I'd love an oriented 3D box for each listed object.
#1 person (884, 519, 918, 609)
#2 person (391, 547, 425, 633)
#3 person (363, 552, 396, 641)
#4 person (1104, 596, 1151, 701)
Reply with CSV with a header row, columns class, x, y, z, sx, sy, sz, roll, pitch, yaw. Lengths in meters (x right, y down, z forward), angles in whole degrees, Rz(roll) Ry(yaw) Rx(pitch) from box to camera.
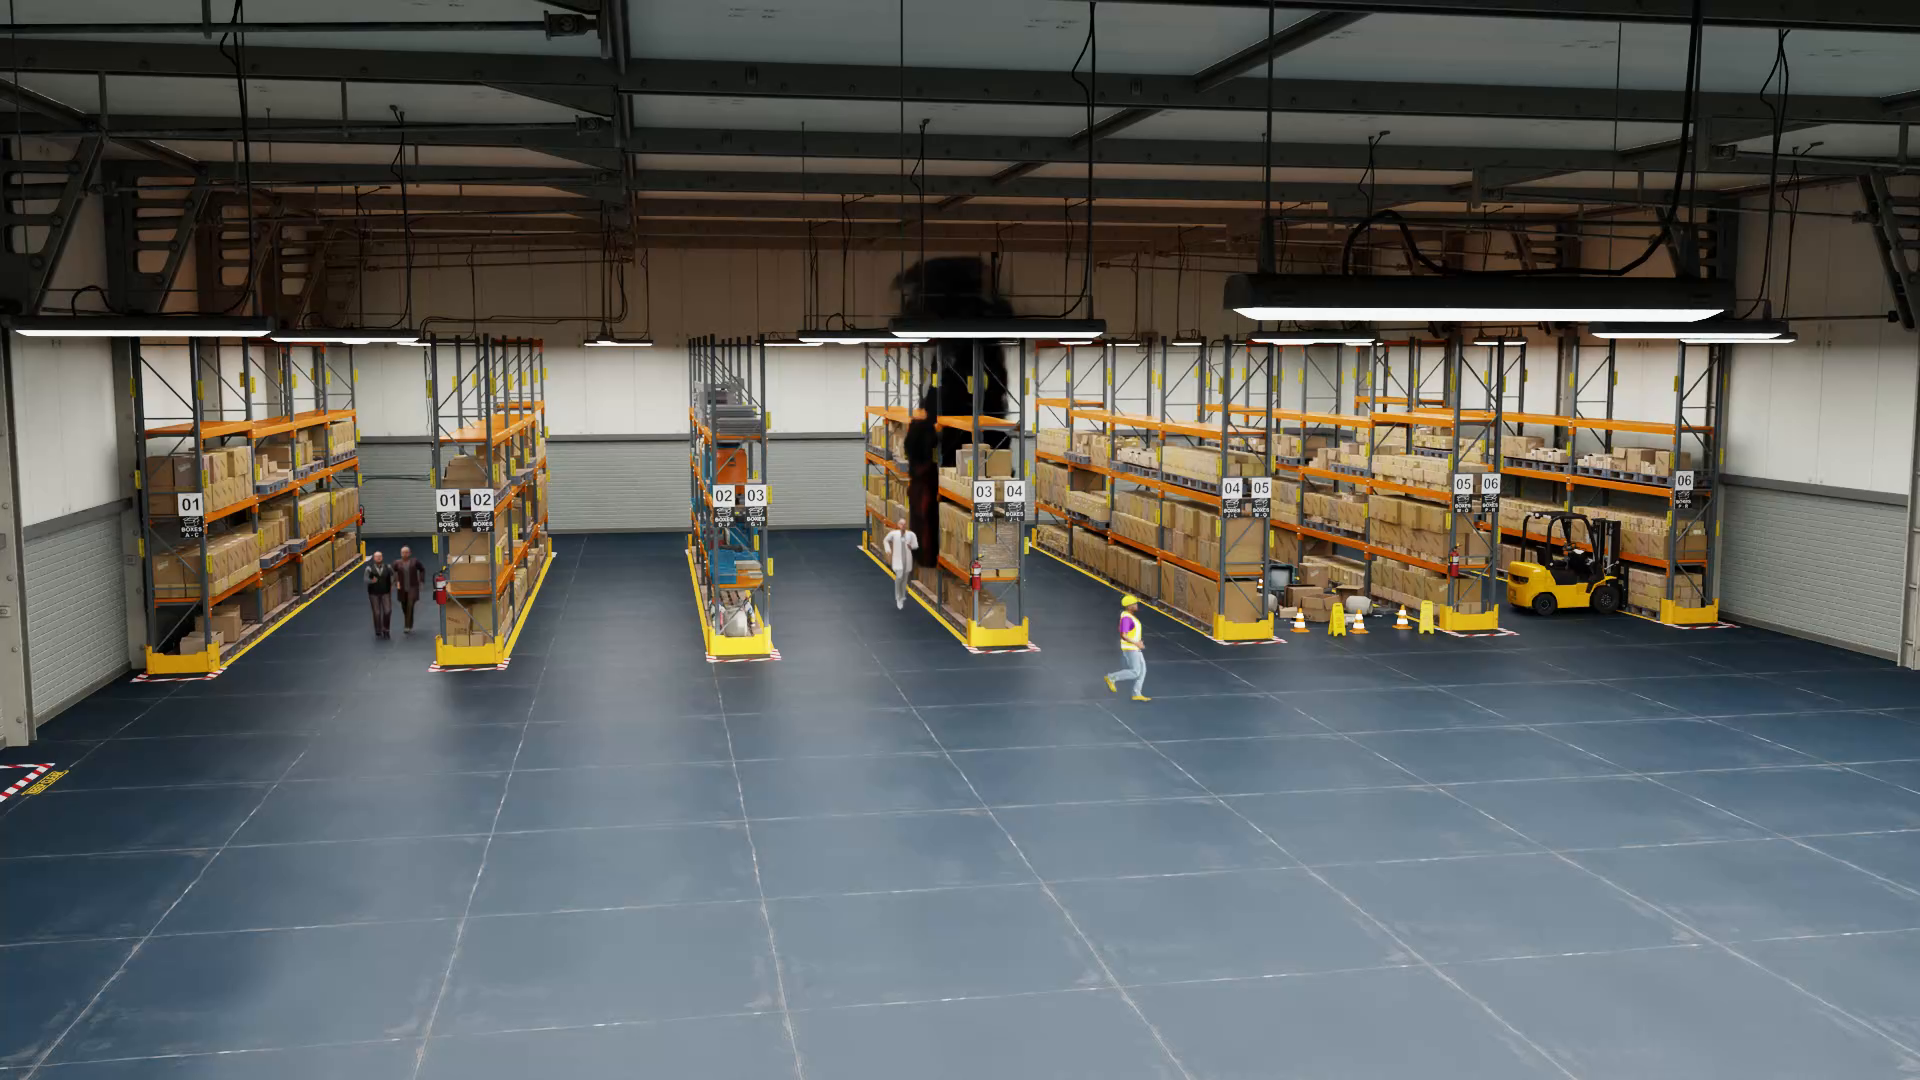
class,x,y,z,sx,sy,sz,roll,pitch,yaw
person,-1.224,0.517,35.573,0.675,1.869,0.741,-2,7,-18
person,-11.200,0.991,33.723,0.688,1.749,1.008,-1,7,-9
person,-11.452,1.116,32.864,0.637,1.772,0.709,-3,7,-22
person,2.745,1.767,27.124,0.758,1.738,0.699,1,7,11
